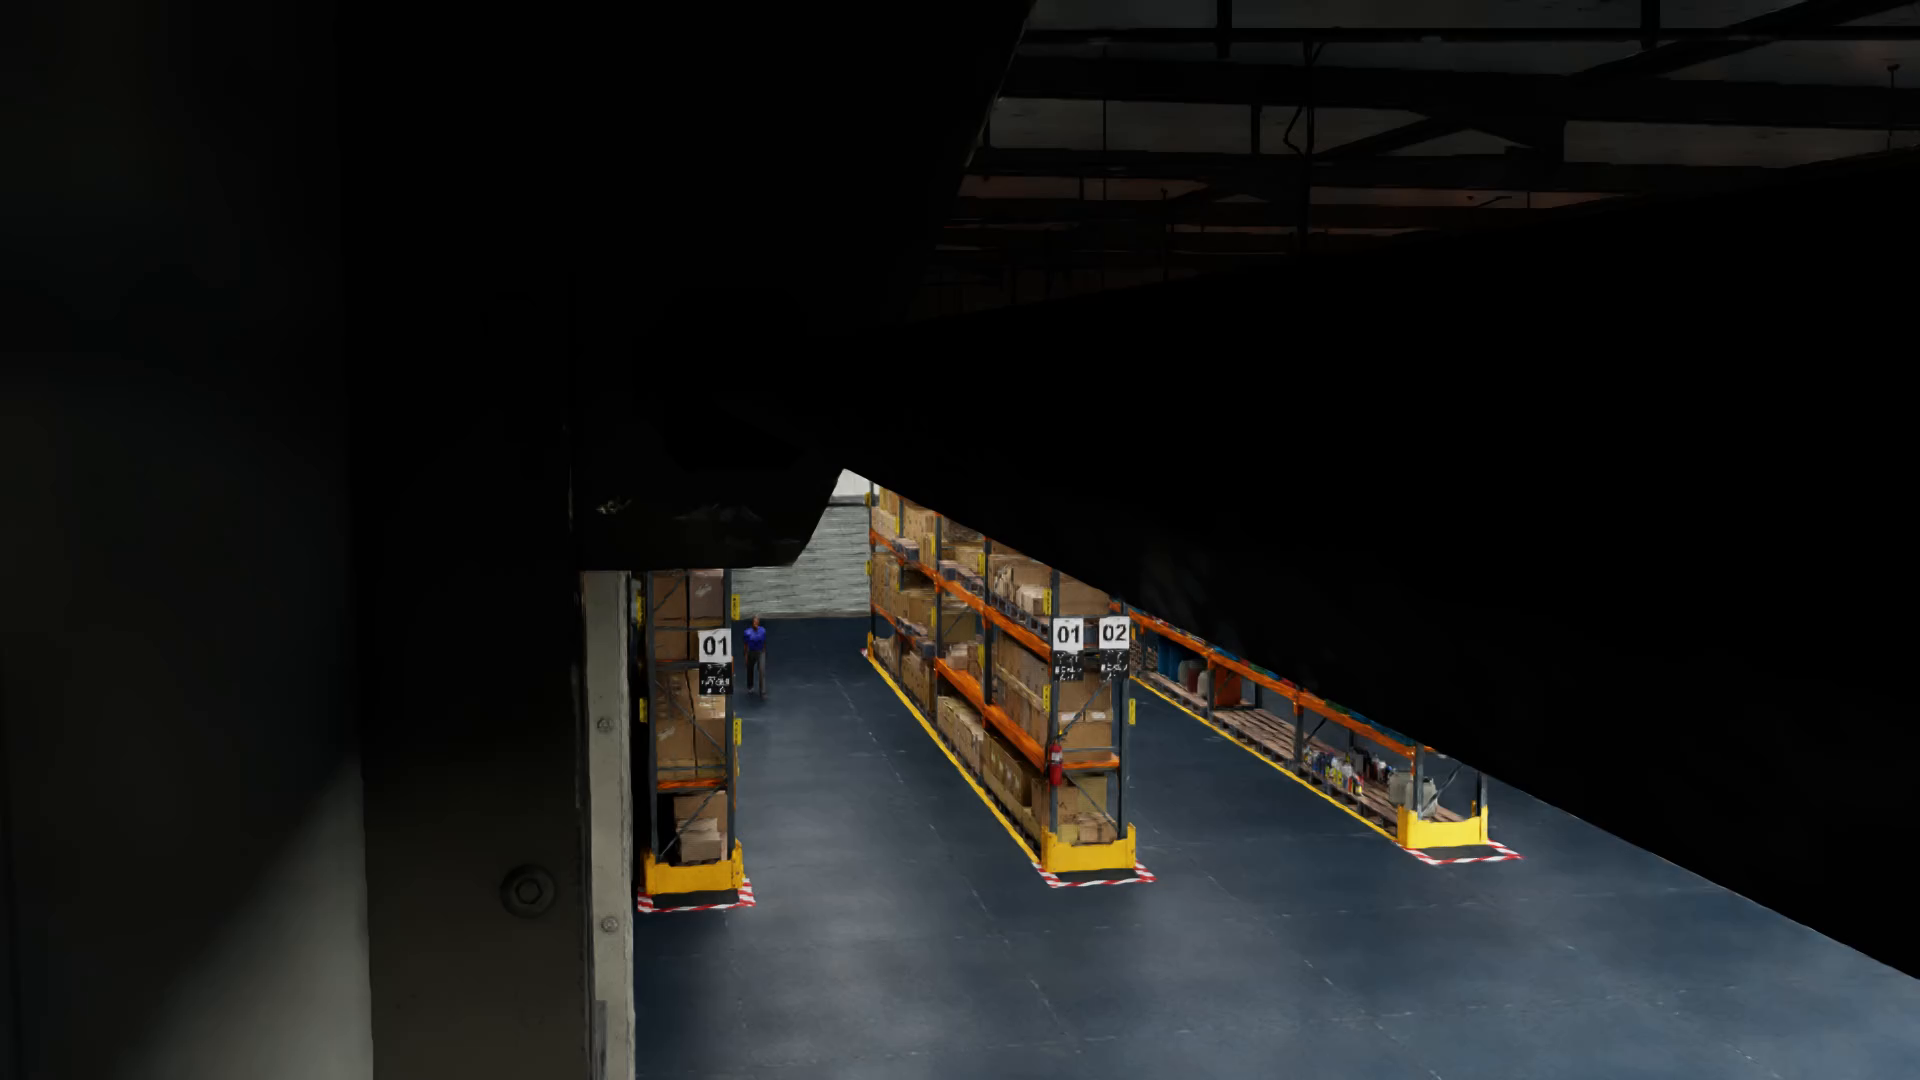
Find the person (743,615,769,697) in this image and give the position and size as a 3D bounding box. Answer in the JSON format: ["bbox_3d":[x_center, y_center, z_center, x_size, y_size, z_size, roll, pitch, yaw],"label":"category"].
[{"bbox_3d":[-3.933,2.201,31.895,0.451,1.572,1.088,-1,6,-13],"label":"person"}]

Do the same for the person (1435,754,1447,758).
[{"bbox_3d":[7.962,2.704,26.441,0.554,1.724,1.029,-2,6,-19],"label":"person"}]
